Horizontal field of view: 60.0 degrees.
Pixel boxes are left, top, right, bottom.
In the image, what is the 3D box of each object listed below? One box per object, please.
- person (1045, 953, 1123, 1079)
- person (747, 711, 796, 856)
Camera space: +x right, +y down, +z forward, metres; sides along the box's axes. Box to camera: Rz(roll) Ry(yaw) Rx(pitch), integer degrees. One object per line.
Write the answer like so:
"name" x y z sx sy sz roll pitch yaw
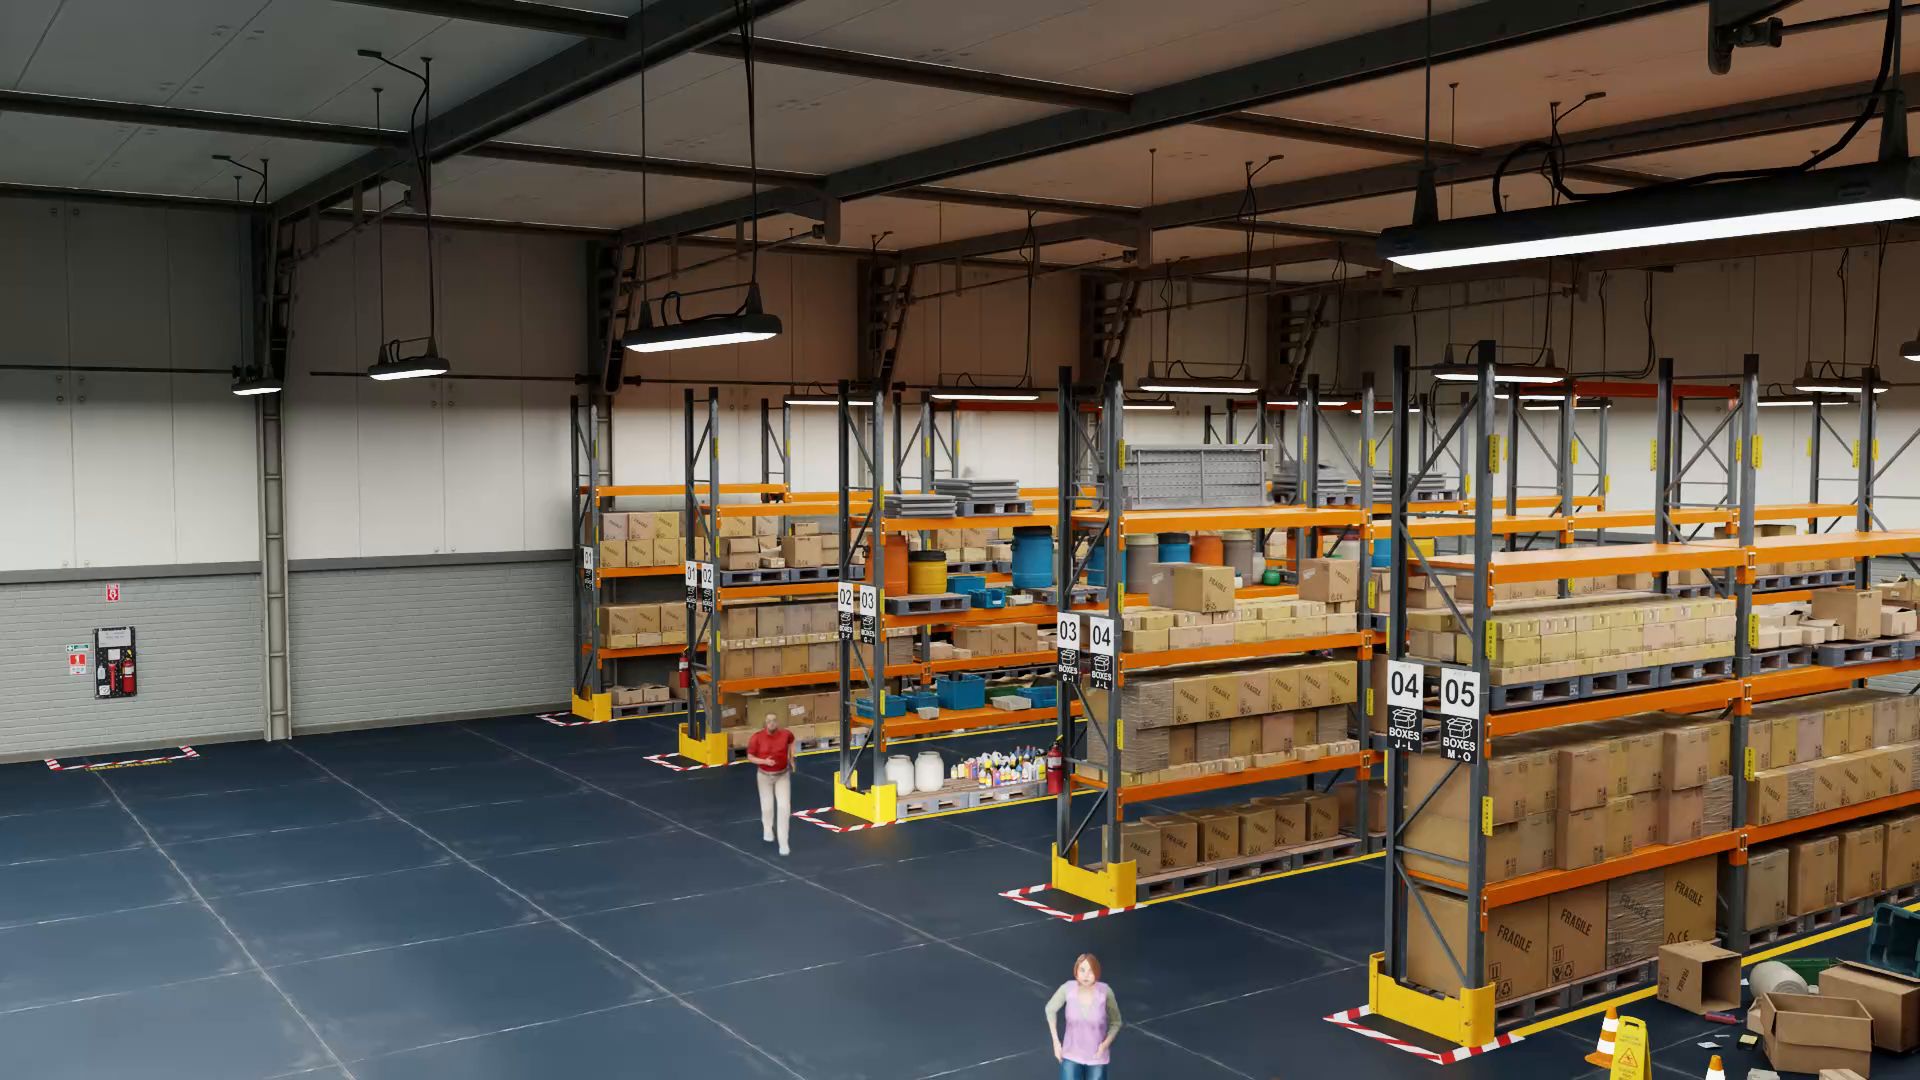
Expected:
"person" 0.875 3.729 11.767 0.546 1.467 0.519 0 3 4
"person" -2.387 3.043 21.061 0.602 1.778 0.898 0 3 -8
